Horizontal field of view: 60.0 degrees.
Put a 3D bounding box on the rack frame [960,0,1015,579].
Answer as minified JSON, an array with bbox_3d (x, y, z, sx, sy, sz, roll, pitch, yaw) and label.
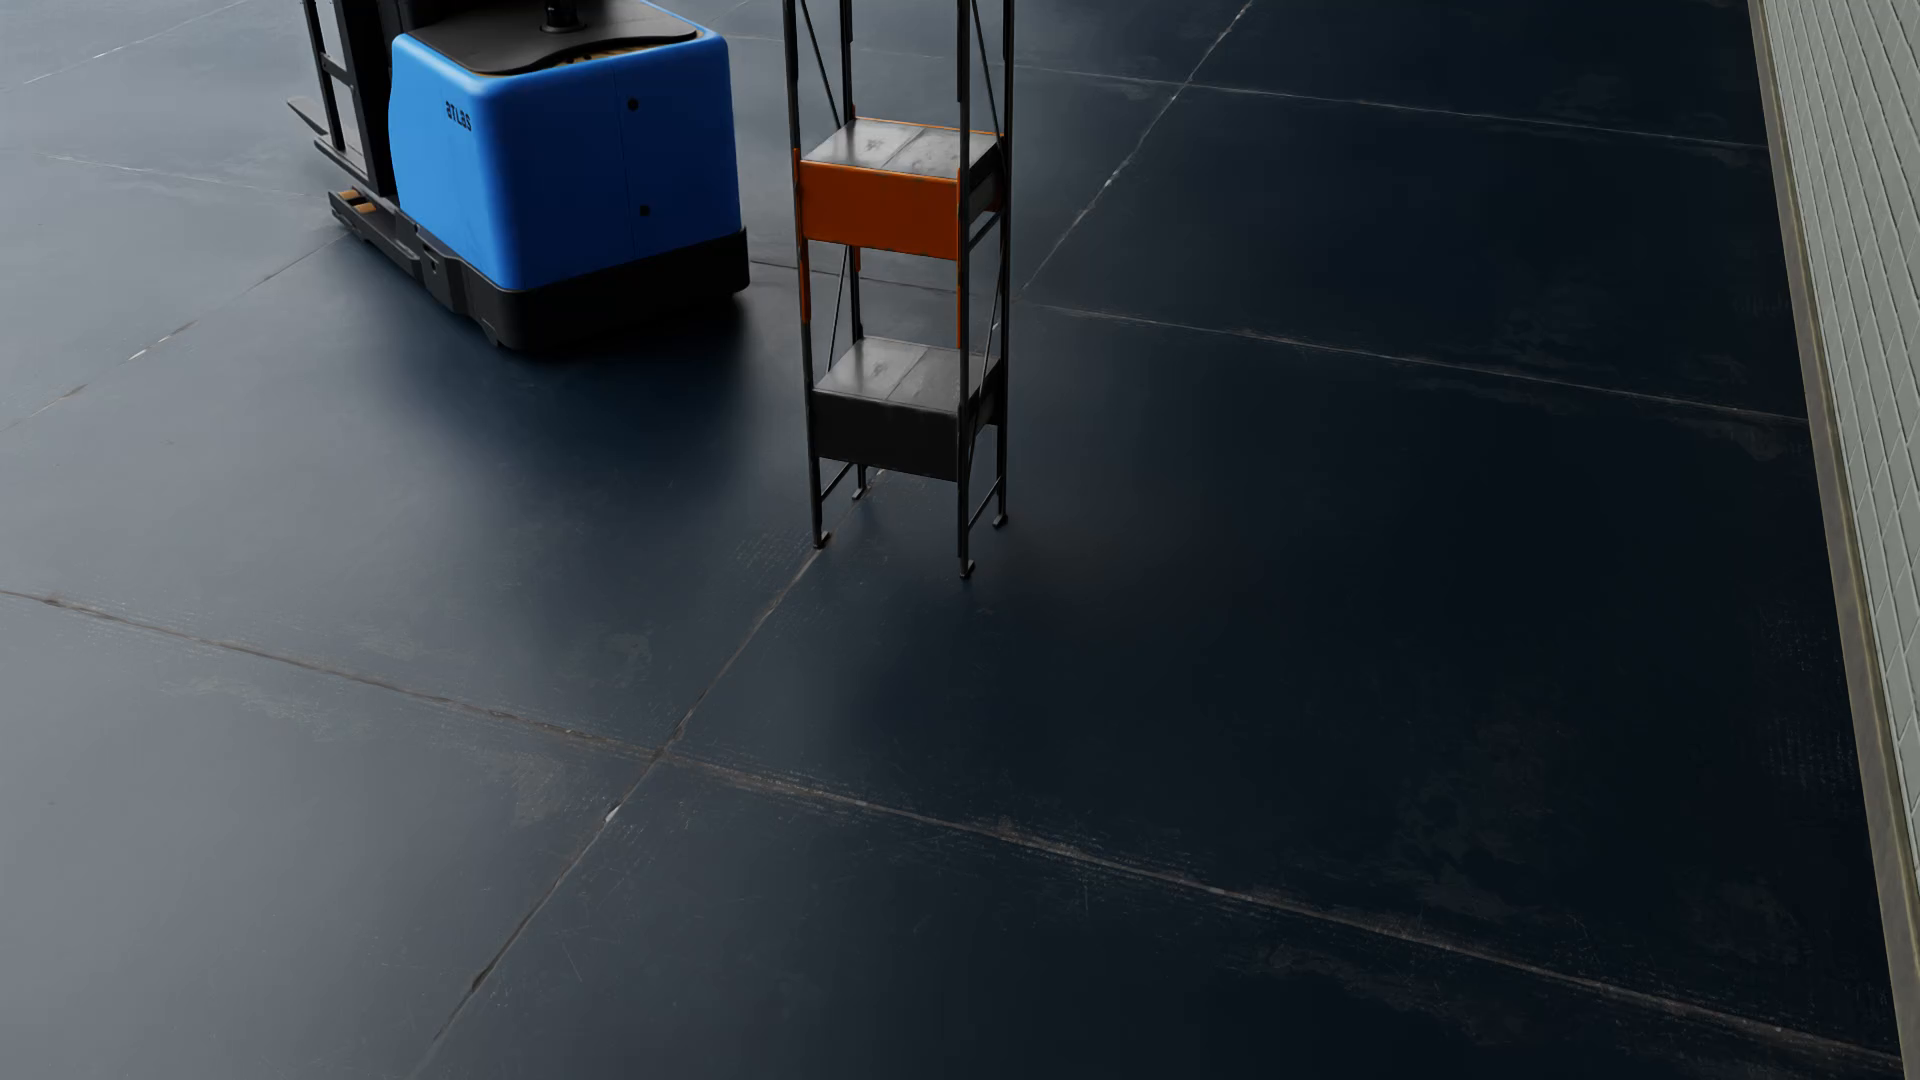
[{"bbox_3d":[0.074,-0.868,4.658,0.015,2.100,0.400,11,34,16],"label":"rack frame"}]

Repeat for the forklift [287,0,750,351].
[{"bbox_3d":[-2.141,-2.679,6.698,1.130,2.935,3.031,-22,39,-31],"label":"forklift"}]

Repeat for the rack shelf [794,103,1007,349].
[{"bbox_3d":[-0.156,-0.901,4.735,0.480,0.518,0.431,11,34,16],"label":"rack shelf"}]

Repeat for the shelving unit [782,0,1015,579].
[{"bbox_3d":[-0.156,-0.912,4.727,0.503,2.100,0.431,11,34,16],"label":"shelving unit"}]

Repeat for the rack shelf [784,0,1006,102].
[{"bbox_3d":[-0.156,-1.489,4.355,0.480,0.518,0.431,11,34,16],"label":"rack shelf"}]

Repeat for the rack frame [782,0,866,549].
[{"bbox_3d":[-0.386,-0.957,4.797,0.015,2.100,0.400,11,34,16],"label":"rack frame"}]

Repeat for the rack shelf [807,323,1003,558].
[{"bbox_3d":[-0.156,-0.313,5.114,0.480,0.518,0.431,11,34,16],"label":"rack shelf"}]
